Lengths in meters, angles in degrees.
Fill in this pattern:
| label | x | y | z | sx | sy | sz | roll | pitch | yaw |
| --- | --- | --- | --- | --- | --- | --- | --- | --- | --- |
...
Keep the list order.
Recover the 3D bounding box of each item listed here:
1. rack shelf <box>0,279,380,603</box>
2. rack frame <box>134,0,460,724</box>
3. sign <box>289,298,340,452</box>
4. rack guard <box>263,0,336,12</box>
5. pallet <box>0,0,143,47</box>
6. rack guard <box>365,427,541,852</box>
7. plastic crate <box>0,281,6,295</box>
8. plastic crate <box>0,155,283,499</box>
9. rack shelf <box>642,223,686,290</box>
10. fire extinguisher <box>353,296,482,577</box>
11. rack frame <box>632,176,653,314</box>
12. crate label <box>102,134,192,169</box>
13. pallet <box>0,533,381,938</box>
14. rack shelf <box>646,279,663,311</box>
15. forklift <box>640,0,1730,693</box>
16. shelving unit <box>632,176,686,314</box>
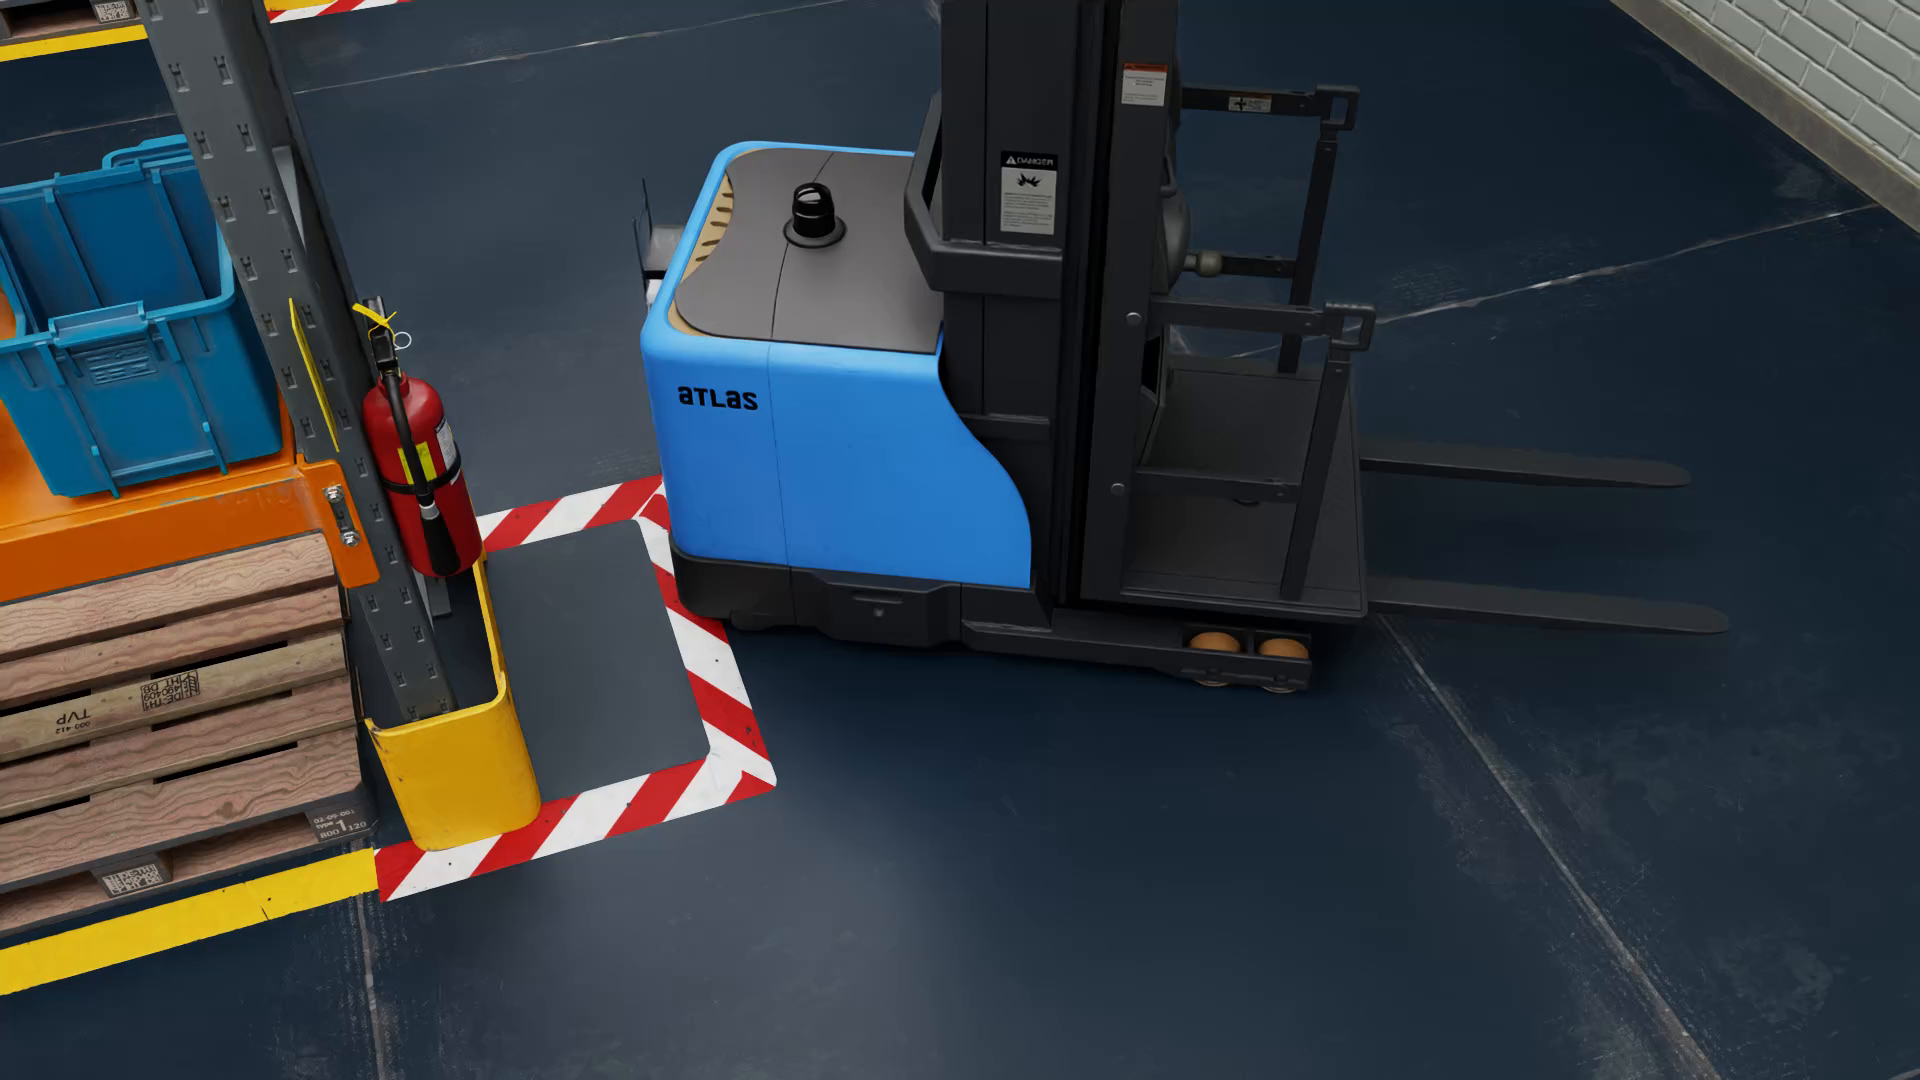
| label | x | y | z | sx | sy | sz | roll | pitch | yaw |
| --- | --- | --- | --- | --- | --- | --- | --- | --- | --- |
| rack shelf | -3.380 | 0.103 | 3.538 | 4.000 | 0.370 | 1.077 | -14 | 47 | -14 |
| rack frame | -1.499 | -0.632 | 3.763 | 0.127 | 3.000 | 1.000 | -14 | 47 | -14 |
| sign | -1.297 | -0.327 | 3.343 | 0.005 | 0.325 | 0.100 | -14 | 47 | -14 |
| rack guard | -3.249 | -3.033 | 7.920 | 0.348 | 0.500 | 1.175 | -14 | 47 | -14 |
| pallet | -3.998 | -2.738 | 7.830 | 1.213 | 0.211 | 1.003 | -14 | 47 | -14 |
| rack guard | -1.481 | 0.236 | 4.662 | 0.348 | 0.500 | 1.175 | -14 | 47 | -14 |
| plastic crate | -2.173 | -0.698 | 3.972 | 0.298 | 0.136 | 0.250 | -14 | 47 | -14 |
| plastic crate | -1.751 | -0.461 | 3.524 | 0.499 | 0.435 | 0.616 | -14 | 47 | -14 |
| rack shelf | -0.866 | -0.880 | 5.157 | 0.200 | 0.077 | 0.258 | 0 | 45 | 0 |
| fire extinguisher | -1.203 | -0.207 | 3.656 | 0.183 | 0.674 | 0.296 | -14 | 47 | -14 |
| rack frame | -0.968 | -0.713 | 5.325 | 0.006 | 0.900 | 0.240 | 0 | 45 | 0 |
| crate label | -1.843 | -0.754 | 3.960 | 0.303 | 0.233 | 0.416 | -14 | 47 | -14 |
| pallet | -2.288 | 0.524 | 4.578 | 1.213 | 0.211 | 1.003 | -14 | 47 | -14 |
| rack shelf | -0.866 | -0.817 | 5.221 | 0.200 | 0.077 | 0.258 | 0 | 45 | 0 |
| forklift | 0.711 | -0.996 | 4.173 | 3.031 | 2.935 | 1.130 | 5 | 45 | 5 |
| shelving unit | -0.866 | -0.713 | 5.325 | 0.210 | 0.900 | 0.258 | 0 | 45 | 0 |
